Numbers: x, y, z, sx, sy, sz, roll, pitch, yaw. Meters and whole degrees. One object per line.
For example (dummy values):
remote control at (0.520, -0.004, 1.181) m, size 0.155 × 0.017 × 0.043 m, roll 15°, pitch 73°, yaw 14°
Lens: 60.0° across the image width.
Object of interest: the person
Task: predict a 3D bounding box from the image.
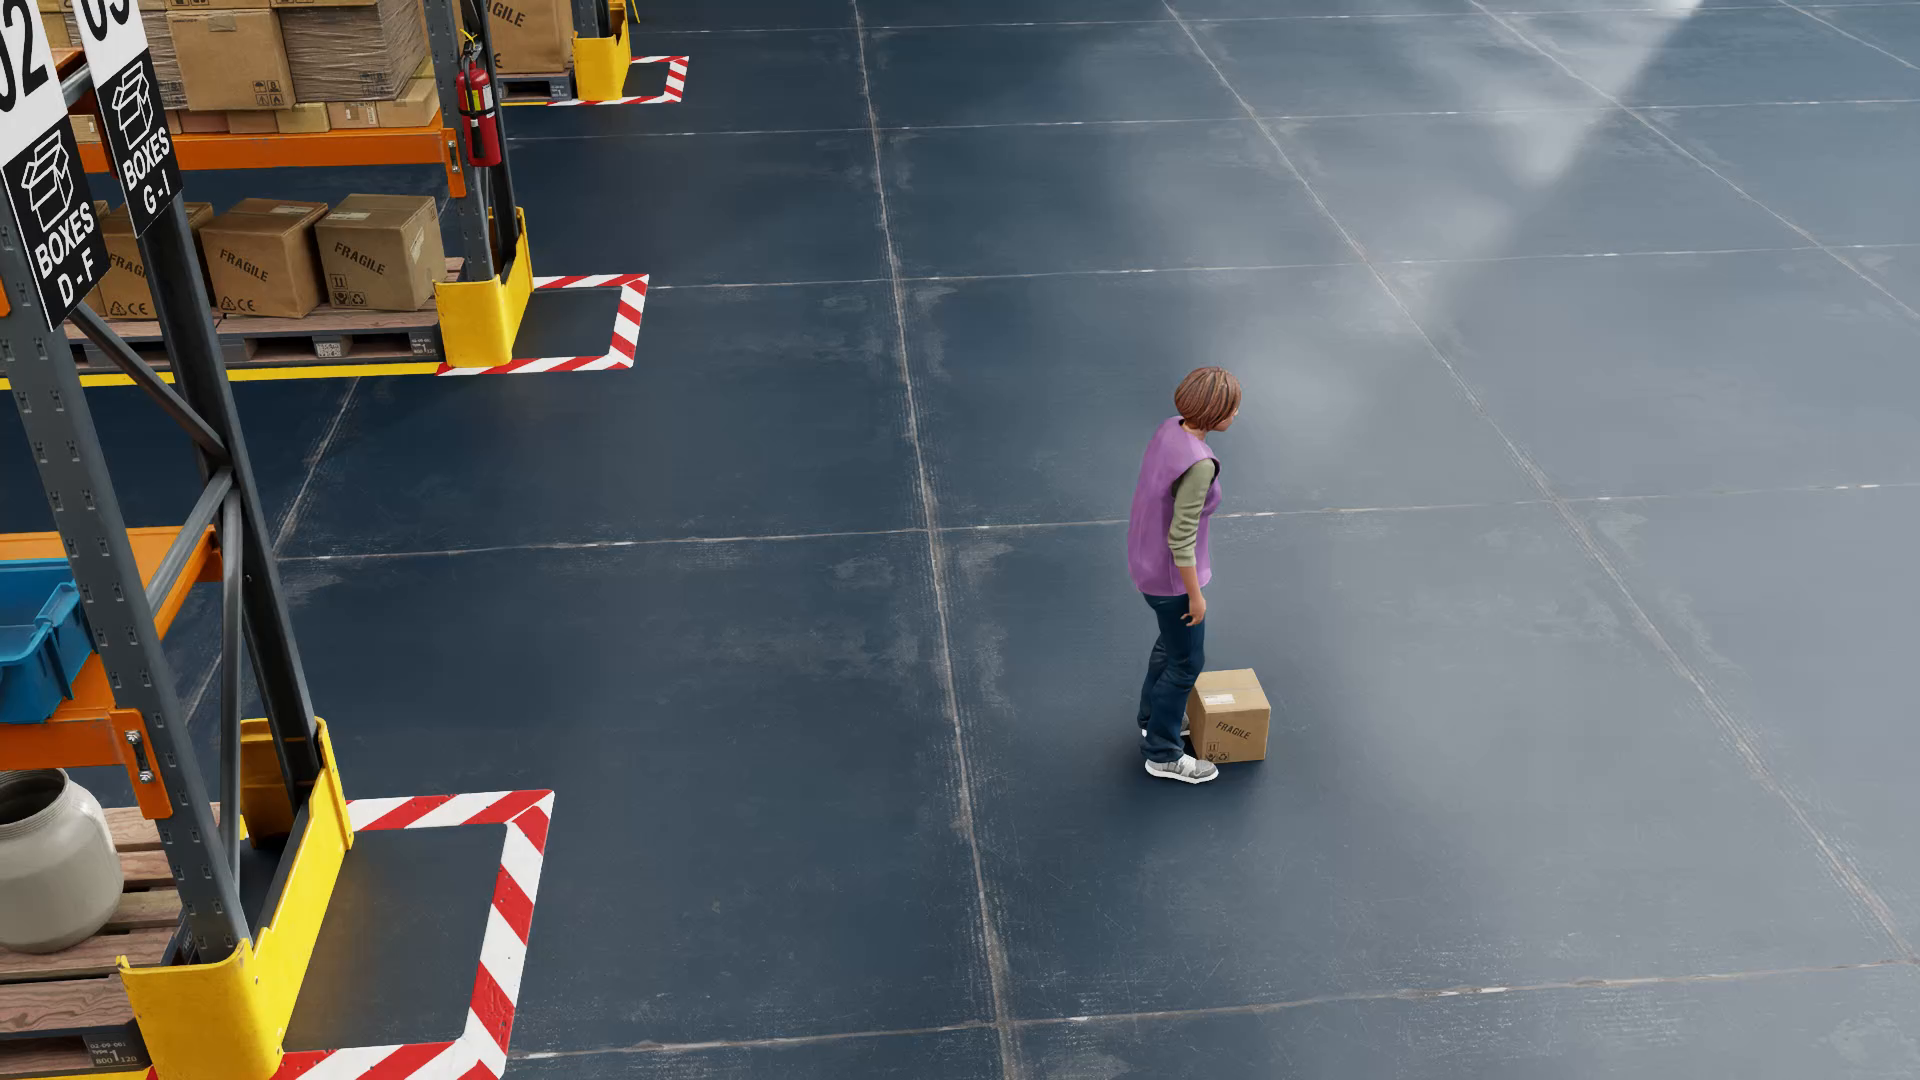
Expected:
person at (0.791, 0.117, 5.954) m, size 0.372 × 1.593 × 0.459 m, roll -3°, pitch 32°, yaw -5°
